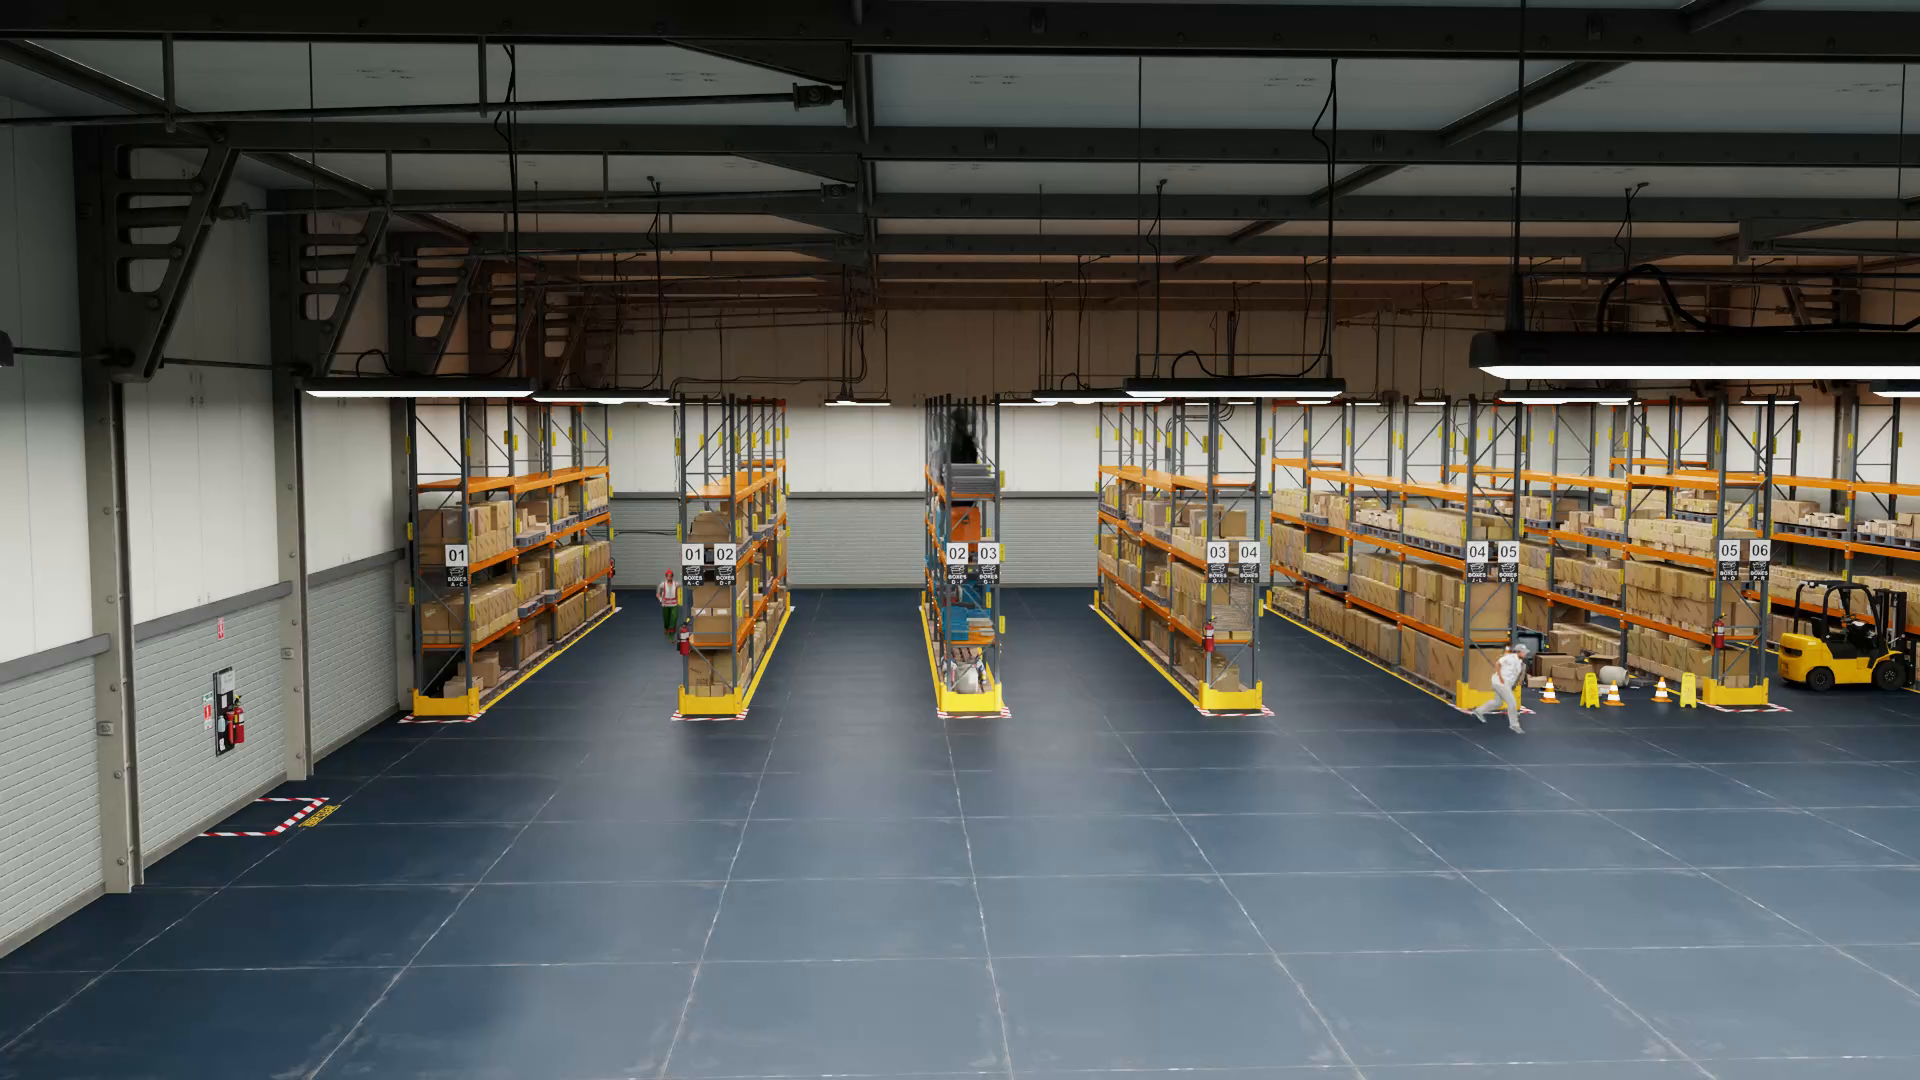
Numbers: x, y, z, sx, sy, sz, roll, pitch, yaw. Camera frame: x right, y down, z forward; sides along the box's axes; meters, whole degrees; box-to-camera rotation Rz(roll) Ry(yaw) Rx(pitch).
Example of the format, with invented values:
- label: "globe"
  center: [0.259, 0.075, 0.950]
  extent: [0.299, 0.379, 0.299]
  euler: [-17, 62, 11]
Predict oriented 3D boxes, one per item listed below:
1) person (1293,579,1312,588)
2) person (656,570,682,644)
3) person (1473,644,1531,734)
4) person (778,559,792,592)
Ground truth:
- label: "person"
  center: [10.024, 1.019, 48.695]
  extent: [0.949, 1.704, 0.724]
  euler: [1, 5, 16]
- label: "person"
  center: [-7.110, 1.624, 40.795]
  extent: [0.657, 1.771, 0.863]
  euler: [-1, 5, -14]
- label: "person"
  center: [9.615, 2.623, 29.573]
  extent: [1.033, 1.627, 0.643]
  euler: [4, 6, 42]
- label: "person"
  center: [-5.329, 1.051, 48.943]
  extent: [0.836, 1.805, 0.655]
  euler: [3, 5, 32]
